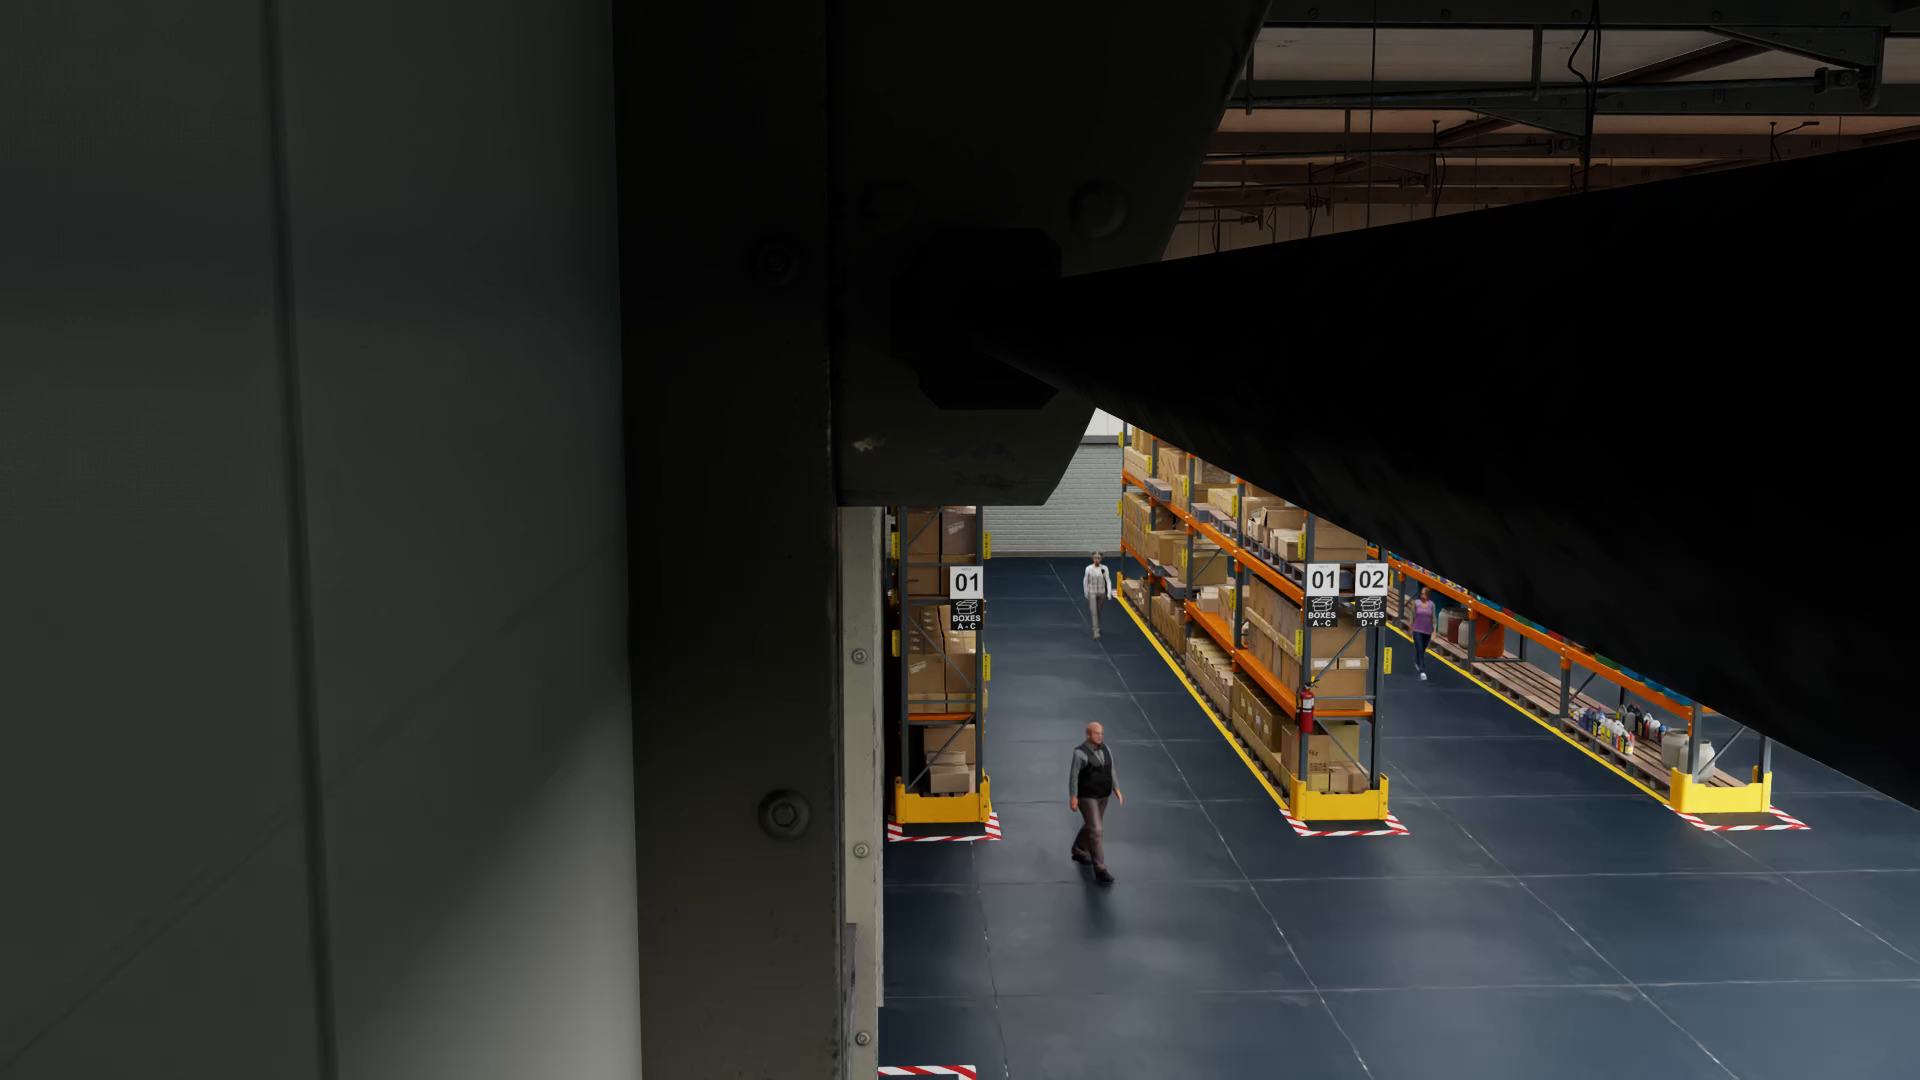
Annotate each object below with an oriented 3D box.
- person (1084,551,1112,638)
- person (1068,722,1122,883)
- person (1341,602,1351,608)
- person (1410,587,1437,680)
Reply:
[{"bbox_3d":[2.656,1.012,32.011,0.511,1.622,1.015,-1,8,-5],"label":"person"},{"bbox_3d":[1.535,2.877,18.585,0.570,1.684,0.872,-8,11,-44],"label":"person"},{"bbox_3d":[7.198,1.096,31.407,0.709,1.684,0.721,1,8,6],"label":"person"},{"bbox_3d":[7.921,1.555,28.434,0.408,1.524,1.024,0,8,-1],"label":"person"}]
